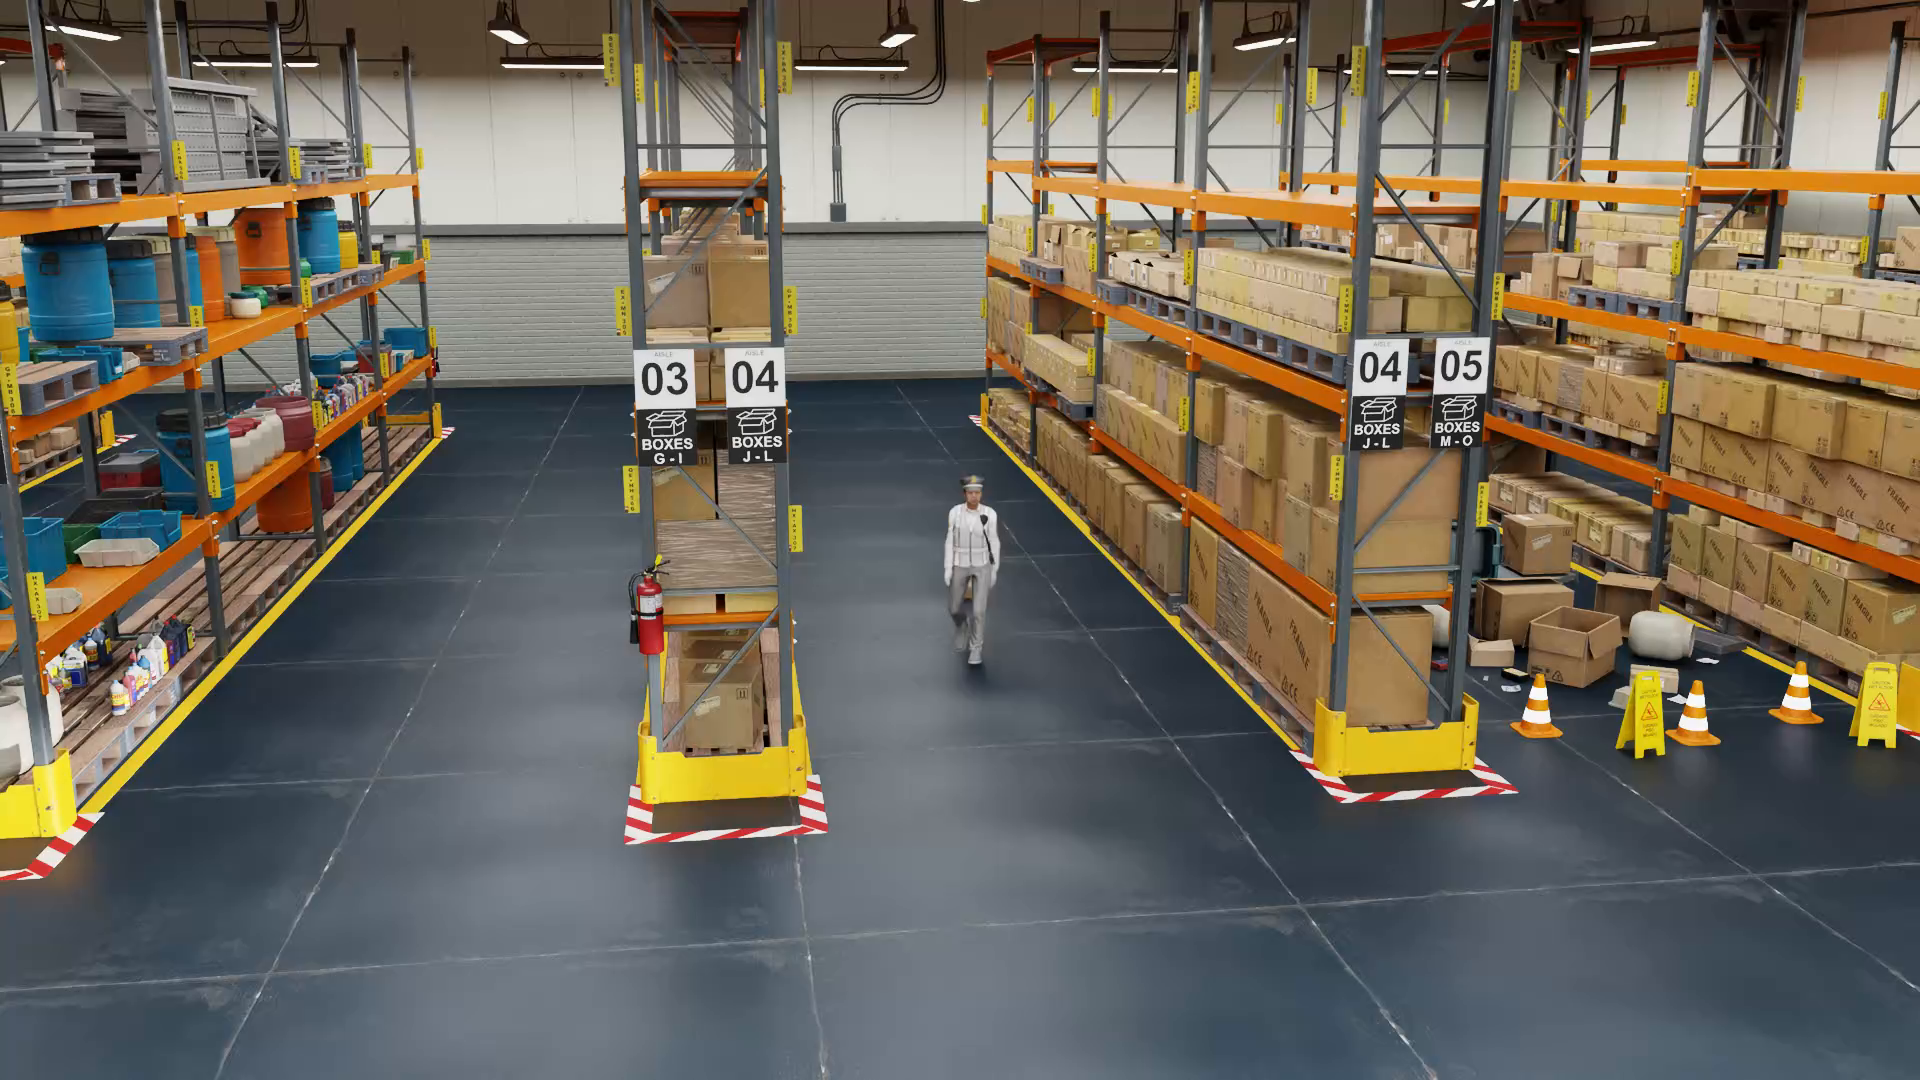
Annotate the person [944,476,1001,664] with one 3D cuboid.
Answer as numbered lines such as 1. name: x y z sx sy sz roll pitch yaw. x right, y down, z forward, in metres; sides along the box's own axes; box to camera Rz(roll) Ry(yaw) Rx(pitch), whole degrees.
1. person: 0.110 0.241 14.778 0.499 1.682 0.468 1 13 4
